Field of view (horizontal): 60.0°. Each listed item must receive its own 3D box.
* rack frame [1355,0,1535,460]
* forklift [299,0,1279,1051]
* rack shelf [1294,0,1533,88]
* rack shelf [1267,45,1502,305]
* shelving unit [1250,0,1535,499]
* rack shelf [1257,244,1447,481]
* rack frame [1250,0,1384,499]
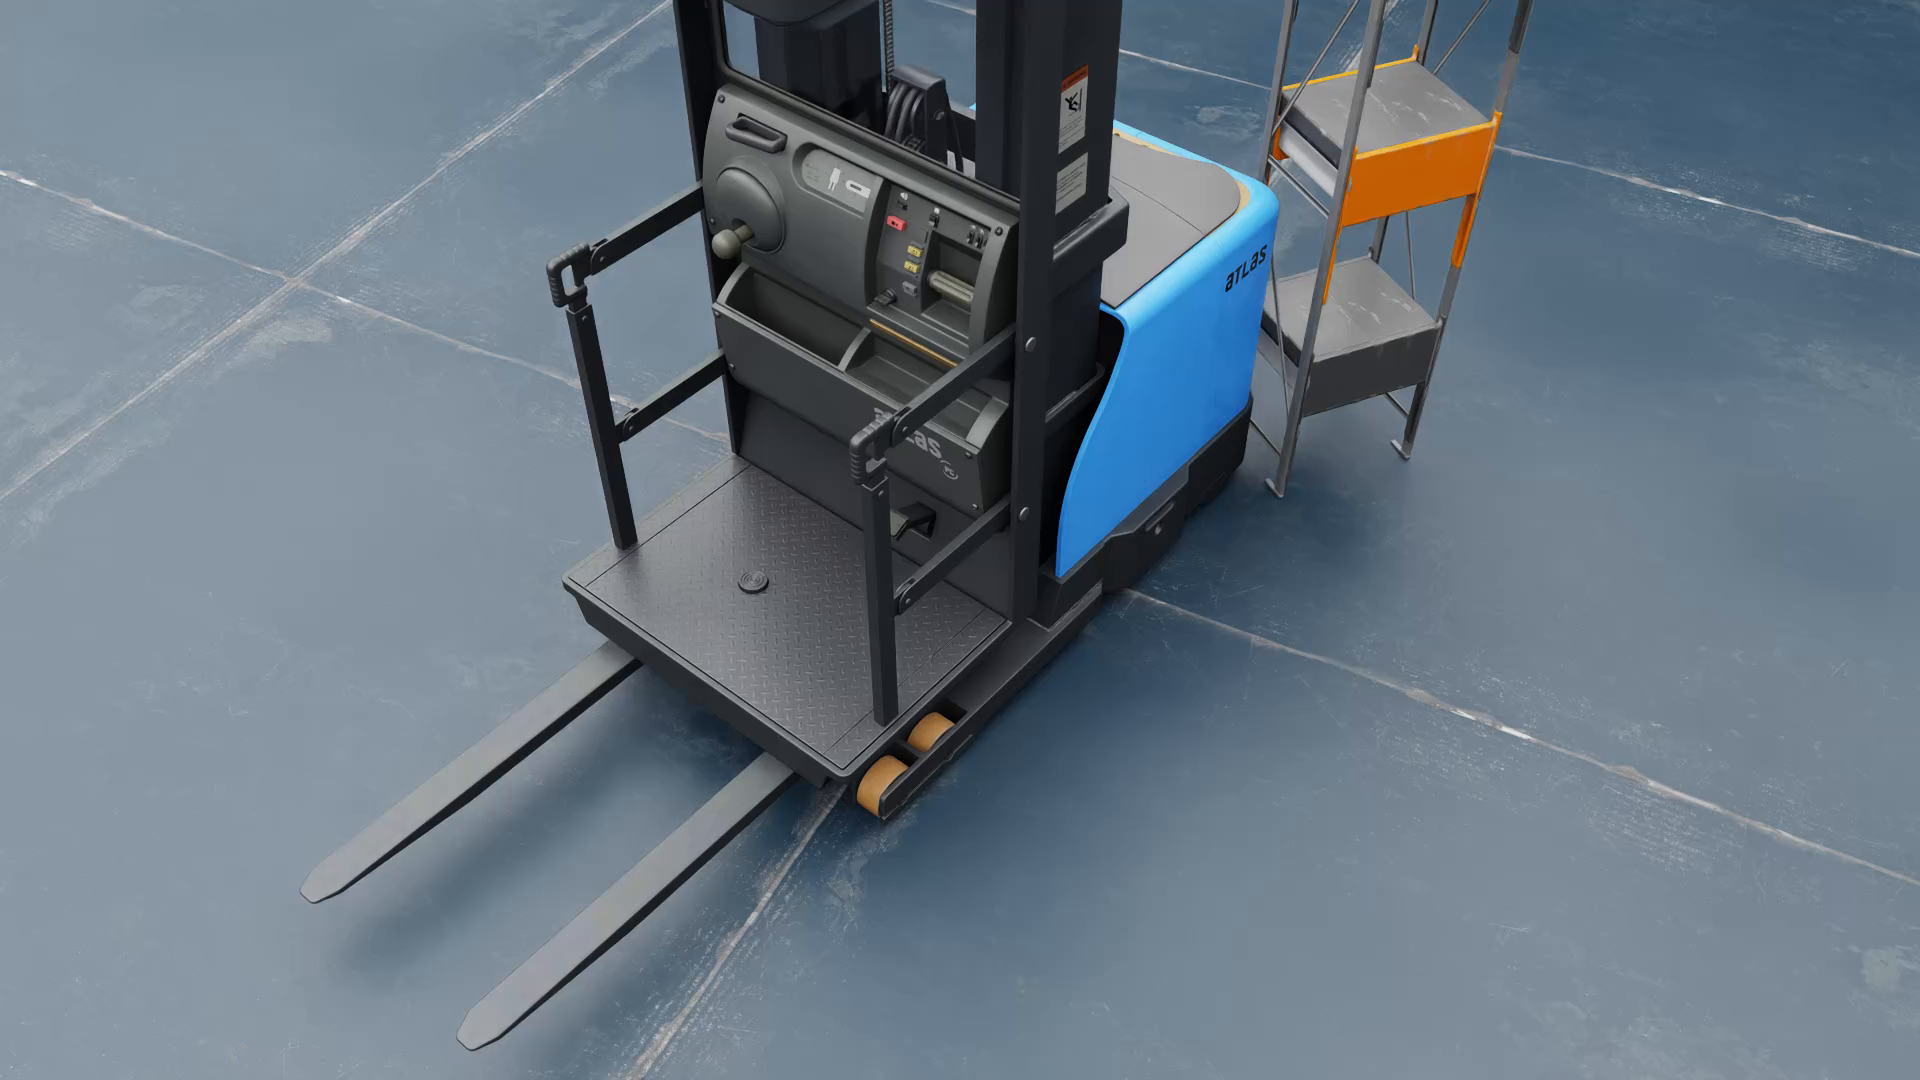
[{"bbox_3d":[1.417,-1.140,4.901,0.015,2.100,0.400,-17,48,-17],"label":"rack frame"},{"bbox_3d":[-0.401,-0.688,3.869,1.130,2.935,3.031,31,53,27],"label":"forklift"},{"bbox_3d":[1.202,-1.558,4.344,0.480,0.518,0.431,-17,48,-17],"label":"rack shelf"},{"bbox_3d":[1.194,-1.064,4.840,0.480,0.518,0.431,-17,48,-17],"label":"rack shelf"},{"bbox_3d":[1.194,-1.073,4.830,0.503,2.100,0.431,-17,48,-17],"label":"shelving unit"},{"bbox_3d":[1.185,-0.569,5.335,0.480,0.518,0.431,-17,48,-17],"label":"rack shelf"},{"bbox_3d":[0.970,-1.007,4.759,0.015,2.100,0.400,-17,48,-17],"label":"rack frame"}]
